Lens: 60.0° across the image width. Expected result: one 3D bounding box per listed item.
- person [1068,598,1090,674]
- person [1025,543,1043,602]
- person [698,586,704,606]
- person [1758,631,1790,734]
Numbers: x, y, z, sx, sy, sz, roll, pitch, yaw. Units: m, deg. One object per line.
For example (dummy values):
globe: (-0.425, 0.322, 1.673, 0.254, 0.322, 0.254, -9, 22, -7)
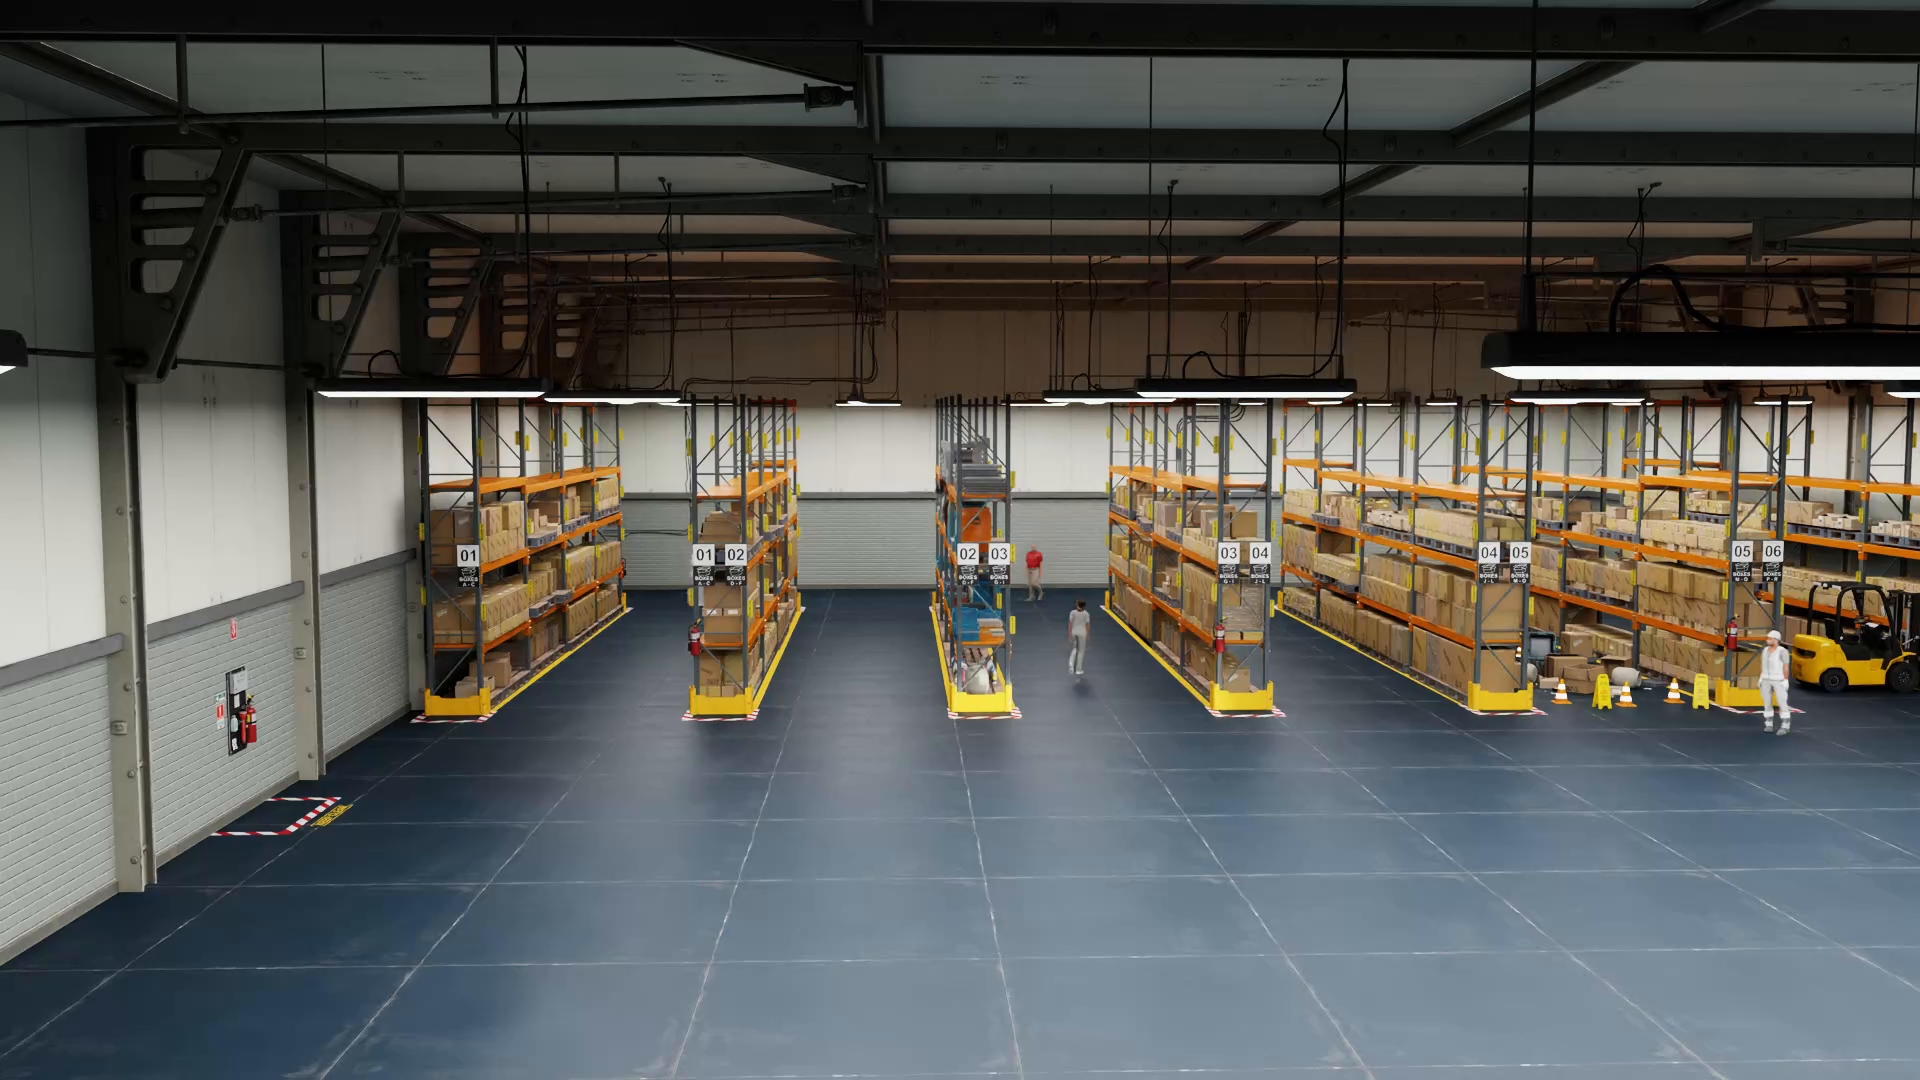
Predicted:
person: (2.564, 2.060, 35.630, 0.441, 1.653, 0.447, 3, 5, 33)
person: (2.169, 0.973, 49.486, 0.469, 1.749, 0.528, -4, 6, -45)
person: (-7.542, 1.025, 48.235, 0.606, 1.764, 0.645, 0, 4, -1)
person: (14.407, 2.507, 29.450, 0.434, 1.793, 0.578, -4, 6, -40)
